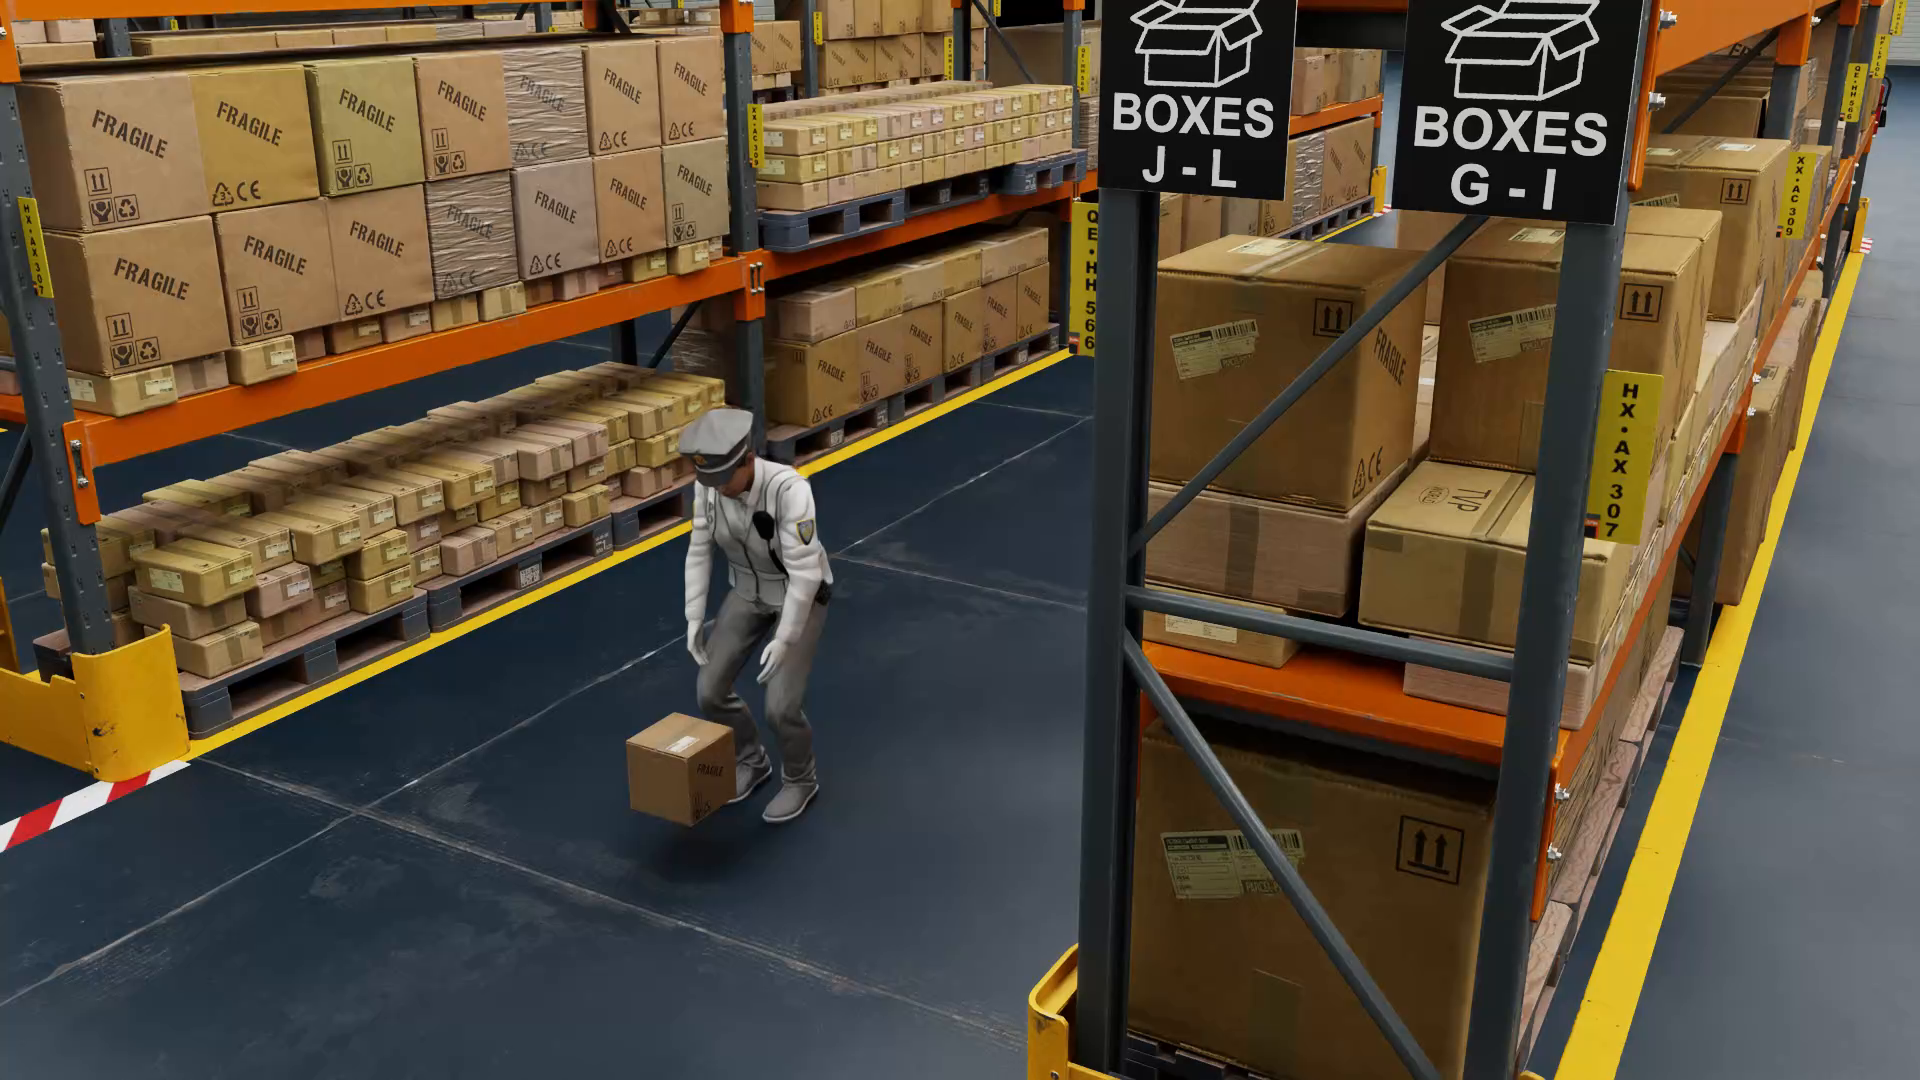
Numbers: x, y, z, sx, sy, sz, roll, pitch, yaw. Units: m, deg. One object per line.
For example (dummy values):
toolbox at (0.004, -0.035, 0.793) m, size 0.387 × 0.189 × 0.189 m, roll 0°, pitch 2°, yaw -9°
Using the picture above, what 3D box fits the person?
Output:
person at (-0.678, 0.247, 5.668) m, size 0.532 × 1.479 × 0.633 m, roll 11°, pitch 22°, yaw 28°
